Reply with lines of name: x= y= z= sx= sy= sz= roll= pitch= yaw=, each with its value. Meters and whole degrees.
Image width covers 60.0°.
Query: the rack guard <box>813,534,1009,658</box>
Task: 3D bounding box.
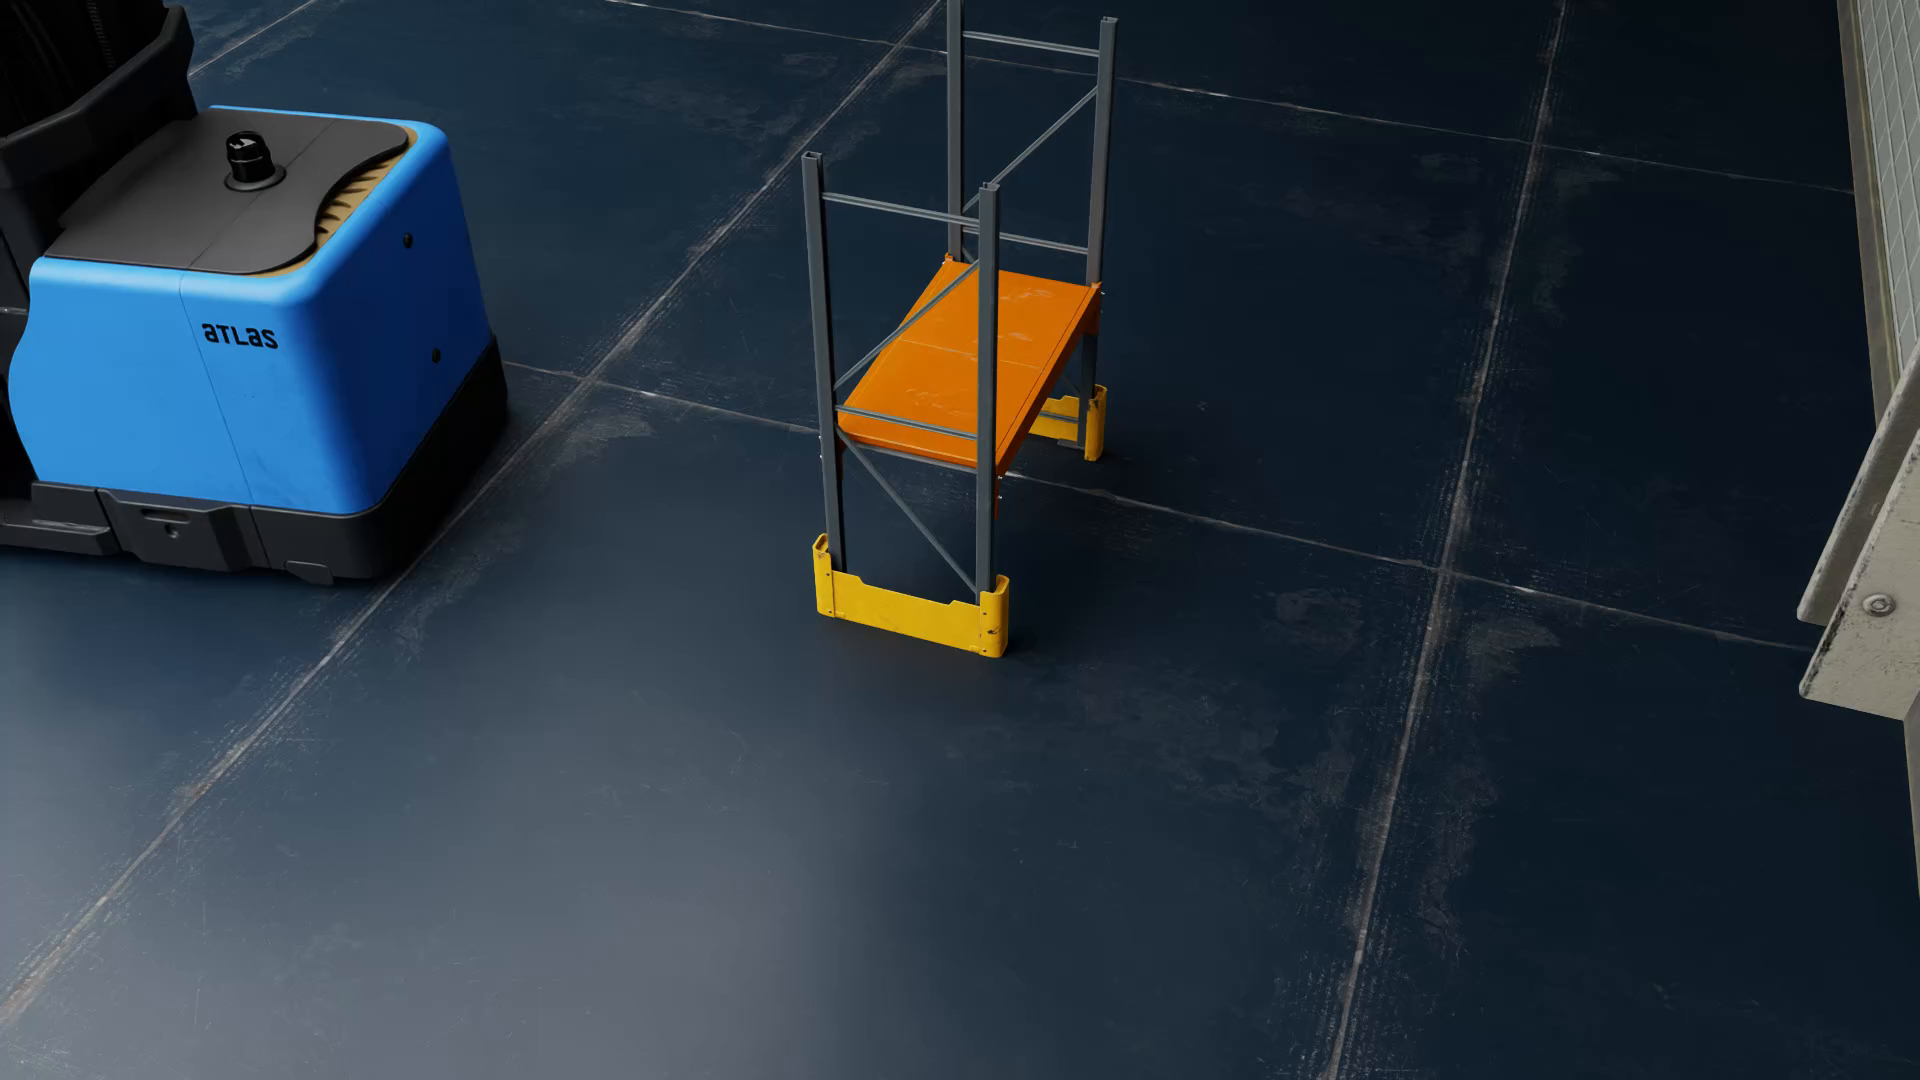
rack guard: x=-0.144 y=0.162 z=4.867 sx=0.587 sy=0.250 sz=0.087 roll=13 pitch=42 yaw=15

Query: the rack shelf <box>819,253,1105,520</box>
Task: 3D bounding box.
rack shelf: x=0.029 y=-0.486 z=4.941 sx=0.538 sy=0.185 sz=1.000 roll=13 pitch=42 yaw=15

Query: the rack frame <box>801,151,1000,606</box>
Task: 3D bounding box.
rack frame: x=-0.145 y=-0.313 z=4.461 sx=0.500 sy=1.500 sz=0.032 roll=13 pitch=42 yaw=15

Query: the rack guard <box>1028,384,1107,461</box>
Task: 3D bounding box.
rack guard: x=0.196 y=-0.445 z=5.579 sx=0.587 sy=0.250 sz=0.087 roll=13 pitch=42 yaw=15

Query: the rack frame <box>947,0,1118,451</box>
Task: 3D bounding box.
rack frame: x=0.203 y=-0.933 z=5.188 sx=0.500 sy=1.500 sz=0.032 roll=13 pitch=42 yaw=15

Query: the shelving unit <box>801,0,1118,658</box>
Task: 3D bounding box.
shelving unit: x=0.026 y=-0.617 z=4.818 sx=0.587 sy=1.500 sz=1.083 roll=13 pitch=42 yaw=15

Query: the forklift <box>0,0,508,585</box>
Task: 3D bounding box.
forklift: x=-3.117 y=-1.432 z=4.671 sx=3.031 sy=2.935 sz=1.130 roll=6 pitch=41 yaw=7
